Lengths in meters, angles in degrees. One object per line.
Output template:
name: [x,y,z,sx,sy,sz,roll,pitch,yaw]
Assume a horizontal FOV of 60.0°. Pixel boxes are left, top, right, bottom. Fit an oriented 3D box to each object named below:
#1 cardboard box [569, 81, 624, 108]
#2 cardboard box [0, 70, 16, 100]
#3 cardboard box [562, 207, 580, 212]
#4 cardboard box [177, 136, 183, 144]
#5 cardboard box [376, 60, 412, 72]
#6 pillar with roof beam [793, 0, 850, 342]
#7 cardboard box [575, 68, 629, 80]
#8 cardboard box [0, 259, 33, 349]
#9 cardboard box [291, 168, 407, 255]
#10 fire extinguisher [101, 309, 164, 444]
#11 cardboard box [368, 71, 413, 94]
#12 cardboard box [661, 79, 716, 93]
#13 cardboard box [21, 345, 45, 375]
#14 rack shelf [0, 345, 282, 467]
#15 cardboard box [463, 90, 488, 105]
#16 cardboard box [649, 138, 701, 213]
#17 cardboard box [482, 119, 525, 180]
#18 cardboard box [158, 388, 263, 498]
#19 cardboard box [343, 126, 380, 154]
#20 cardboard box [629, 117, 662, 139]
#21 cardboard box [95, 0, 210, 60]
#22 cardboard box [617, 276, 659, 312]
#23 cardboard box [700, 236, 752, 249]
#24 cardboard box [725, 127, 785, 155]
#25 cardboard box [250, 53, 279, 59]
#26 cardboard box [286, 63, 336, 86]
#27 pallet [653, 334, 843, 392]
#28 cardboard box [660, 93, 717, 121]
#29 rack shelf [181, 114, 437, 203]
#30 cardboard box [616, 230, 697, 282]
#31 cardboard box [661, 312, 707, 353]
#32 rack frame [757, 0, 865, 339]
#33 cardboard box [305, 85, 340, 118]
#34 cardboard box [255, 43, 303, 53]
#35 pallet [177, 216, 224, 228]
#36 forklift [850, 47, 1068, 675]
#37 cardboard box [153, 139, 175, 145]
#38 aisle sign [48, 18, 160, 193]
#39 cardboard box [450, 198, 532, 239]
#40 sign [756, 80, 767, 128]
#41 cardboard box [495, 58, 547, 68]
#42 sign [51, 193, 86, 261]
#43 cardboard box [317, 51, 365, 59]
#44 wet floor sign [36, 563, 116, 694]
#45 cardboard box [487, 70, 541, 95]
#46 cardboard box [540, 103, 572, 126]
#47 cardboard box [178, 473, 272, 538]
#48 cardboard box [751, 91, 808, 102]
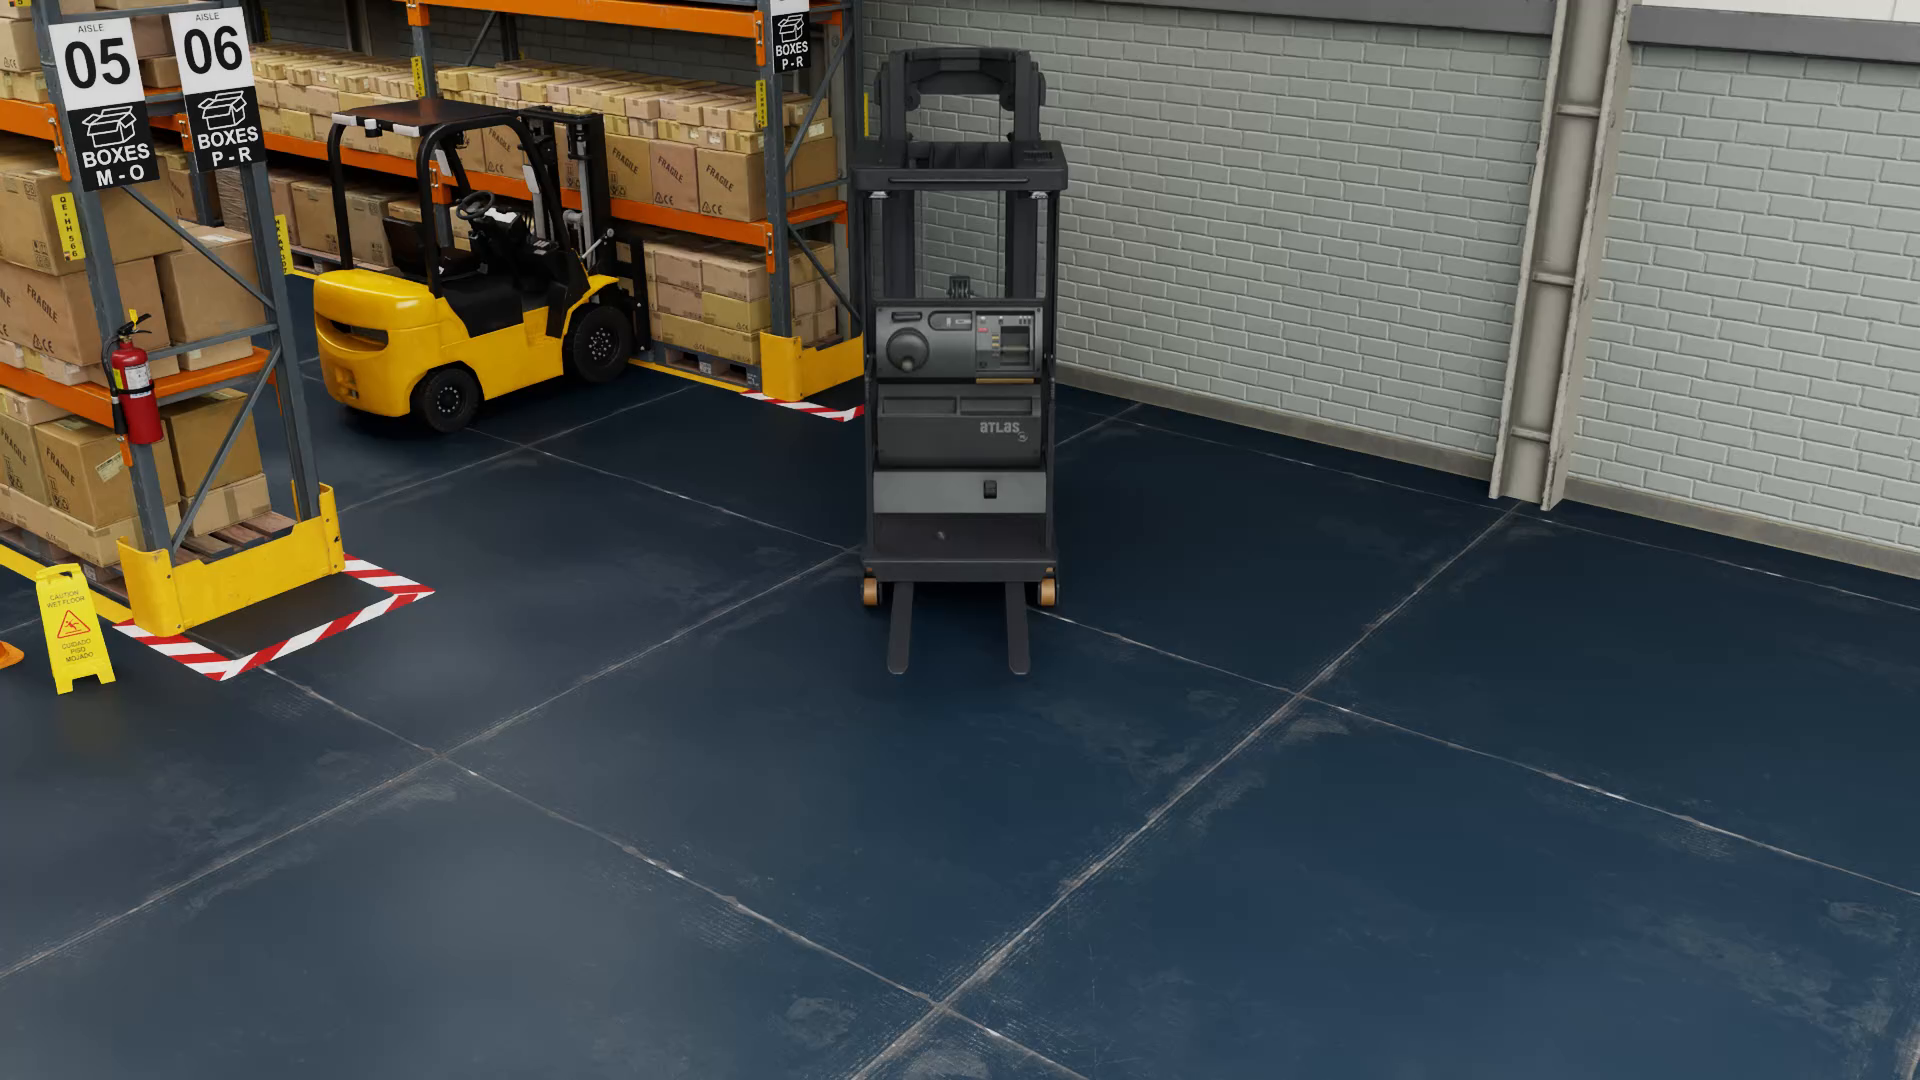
cardboard box: [-2.911,-3.580,13.356,0.250,0.149,0.380,17,29,33]
cardboard box: [-4.722,-2.348,8.450,0.250,0.149,0.380,17,29,34]
cardboard box: [-3.353,-2.831,14.605,0.500,0.250,0.500,16,29,33]
cardboard box: [-8.314,-4.356,18.191,0.250,0.149,0.380,15,28,31]
cardboard box: [-5.213,-4.377,15.535,0.250,0.149,0.380,17,29,33]
pillar with roof beam: [-3.675,-4.462,9.217,0.400,9.000,9.100,17,29,33]
cardboard box: [-3.011,-3.870,14.015,0.250,0.149,0.380,16,29,32]
cardboard box: [-5.048,-1.391,9.194,0.500,0.500,0.500,17,29,33]
cardboard box: [-5.920,-3.213,16.247,0.625,0.625,0.875,15,28,31]
fire extinguisher: [-4.235,-0.833,8.516,0.183,0.674,0.296,17,29,33]
cardboard box: [-5.065,-4.100,14.908,0.250,0.149,0.380,17,29,33]
cardboard box: [-2.192,-3.625,13.459,0.250,0.149,0.380,16,28,32]
cardboard box: [-4.939,-1.045,9.214,0.250,0.149,0.380,16,29,32]
rack shelf: [-5.651,-1.199,10.143,4.000,0.370,1.077,17,29,33]
cardboard box: [-3.971,-3.733,14.073,0.250,0.149,0.380,18,29,34]
cardboard box: [-2.037,-2.855,12.886,0.500,0.500,0.500,18,29,35]
cardboard box: [-3.652,-3.348,14.004,0.500,0.500,0.500,17,29,34]
cardboard box: [-4.549,-0.611,9.877,0.500,0.500,0.500,16,28,32]
cardboard box: [-5.243,-3.703,15.119,0.500,0.250,0.500,17,29,33]
cardboard box: [-2.348,-3.231,12.933,0.250,0.149,0.380,16,28,32]
cardboard box: [-4.293,-2.692,8.737,0.500,0.250,0.500,16,29,32]
cardboard box: [-2.474,-2.069,13.495,0.500,0.250,0.500,16,28,32]
cardboard box: [-1.749,-2.335,13.479,0.500,0.250,0.500,17,29,33]
cardboard box: [-1.522,-2.983,12.371,0.250,0.149,0.380,17,29,34]
cardboard box: [-6.747,-4.575,15.984,0.250,0.149,0.380,17,29,34]
cardboard box: [-5.982,-4.306,15.375,0.250,0.149,0.380,16,28,32]
pallet: [-1.713,-1.542,13.488,1.213,0.211,1.003,17,29,33]
cardboard box: [-2.085,-3.333,12.796,0.250,0.149,0.380,17,29,34]
rack shelf: [-5.877,-3.769,15.975,4.000,0.370,1.077,17,29,33]
cardboard box: [-2.454,-2.289,13.375,0.500,0.250,0.500,17,29,34]
cardboard box: [-2.034,-1.716,13.313,0.500,0.250,0.500,17,29,33]
rack frame: [-1.076,-2.647,12.537,0.127,3.000,1.000,17,29,33]
cardboard box: [-5.645,-4.058,15.306,0.500,0.250,0.500,17,29,34]
cardboard box: [-6.820,-4.883,16.685,0.250,0.149,0.380,18,29,35]
pallet: [-8.052,-3.498,17.927,1.213,0.211,1.003,17,29,33]
forklift: [-0.002,-1.089,9.085,1.130,2.935,3.031,0,24,0]
cardboard box: [-8.630,-4.177,17.784,0.250,0.149,0.380,18,29,35]
aisle sign: [-4.175,-2.126,8.130,0.004,0.787,0.394,17,29,33]
cardboard box: [-4.078,-2.787,14.505,0.500,0.250,0.500,16,29,33]
sign: [-1.413,-3.113,11.866,0.005,0.325,0.100,17,29,33]
cardboard box: [-3.840,-4.113,14.567,0.250,0.149,0.380,17,29,33]
sign: [-4.399,-1.545,8.208,0.005,0.325,0.100,17,29,33]
cardboard box: [-5.999,-4.643,16.138,0.250,0.149,0.380,16,29,32]
wet floor sign: [-4.540,0.424,8.487,0.267,0.644,0.232,-15,28,-30]
cardboard box: [-3.727,-3.827,13.919,0.250,0.149,0.380,16,29,32]
cardboard box: [-3.173,-3.476,13.490,0.250,0.149,0.380,16,28,32]
cardboard box: [-4.530,-0.263,10.015,0.500,0.250,0.500,17,29,33]
cardboard box: [-1.392,-3.360,12.859,0.250,0.149,0.380,18,29,35]
